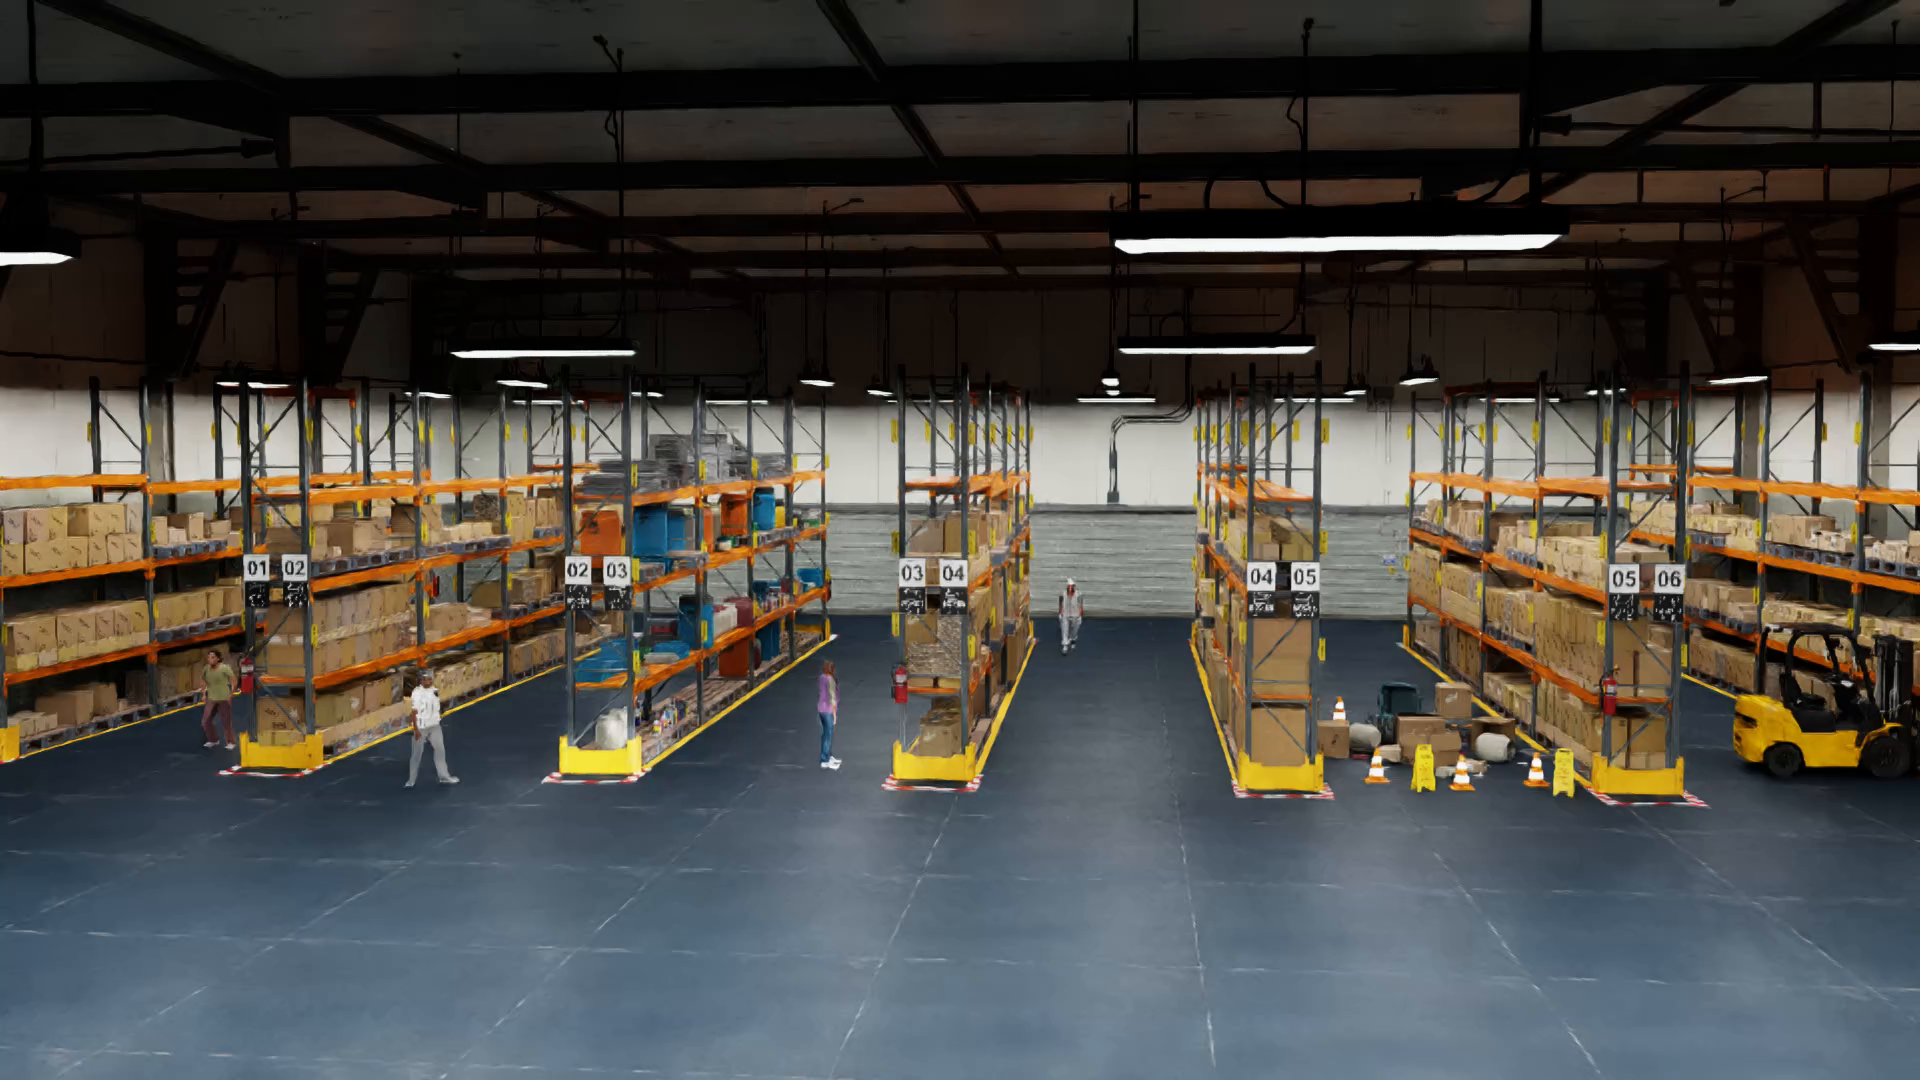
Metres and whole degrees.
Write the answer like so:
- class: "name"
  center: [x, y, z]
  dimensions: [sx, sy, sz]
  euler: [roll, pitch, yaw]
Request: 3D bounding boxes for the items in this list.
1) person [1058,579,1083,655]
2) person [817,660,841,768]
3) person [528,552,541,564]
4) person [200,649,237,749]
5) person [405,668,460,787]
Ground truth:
- class: "person"
  center: [2.503, 1.719, 37.626]
  dimensions: [0.550, 1.709, 1.128]
  euler: [0, 4, 3]
- class: "person"
  center: [-1.947, 2.609, 24.928]
  dimensions: [0.399, 1.566, 0.469]
  euler: [-2, 4, -25]
- class: "person"
  center: [-11.624, 1.199, 45.586]
  dimensions: [0.616, 1.766, 0.615]
  euler: [-2, 4, -29]
- class: "person"
  center: [-11.727, 2.513, 26.313]
  dimensions: [0.598, 1.617, 0.507]
  euler: [0, 4, 3]
- class: "person"
  center: [-7.533, 2.641, 23.591]
  dimensions: [0.522, 1.673, 0.683]
  euler: [3, 5, 38]
